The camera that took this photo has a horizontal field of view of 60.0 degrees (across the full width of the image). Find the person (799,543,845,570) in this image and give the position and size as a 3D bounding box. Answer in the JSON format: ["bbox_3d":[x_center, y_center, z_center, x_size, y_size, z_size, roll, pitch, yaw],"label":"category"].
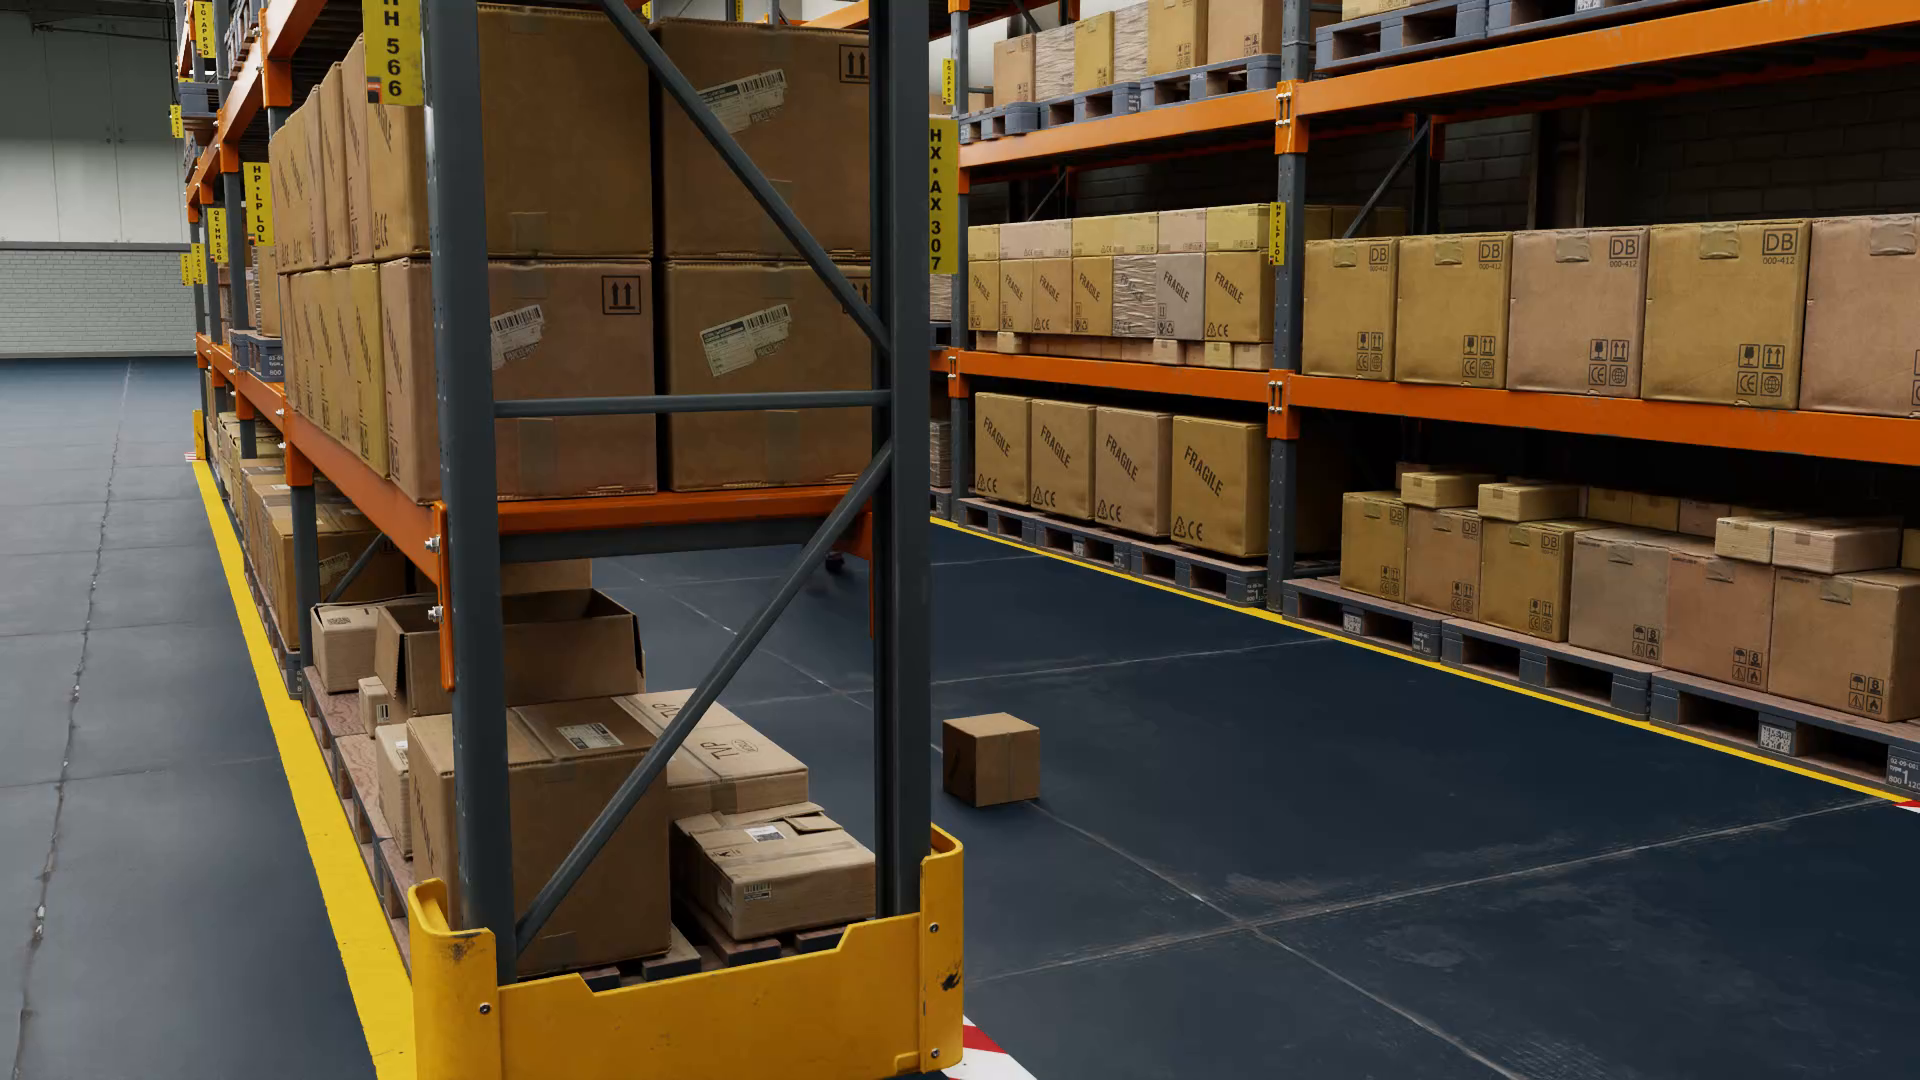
[{"bbox_3d":[-0.836,-0.666,10.266,0.544,1.710,0.498,-1,9,-9],"label":"person"}]
